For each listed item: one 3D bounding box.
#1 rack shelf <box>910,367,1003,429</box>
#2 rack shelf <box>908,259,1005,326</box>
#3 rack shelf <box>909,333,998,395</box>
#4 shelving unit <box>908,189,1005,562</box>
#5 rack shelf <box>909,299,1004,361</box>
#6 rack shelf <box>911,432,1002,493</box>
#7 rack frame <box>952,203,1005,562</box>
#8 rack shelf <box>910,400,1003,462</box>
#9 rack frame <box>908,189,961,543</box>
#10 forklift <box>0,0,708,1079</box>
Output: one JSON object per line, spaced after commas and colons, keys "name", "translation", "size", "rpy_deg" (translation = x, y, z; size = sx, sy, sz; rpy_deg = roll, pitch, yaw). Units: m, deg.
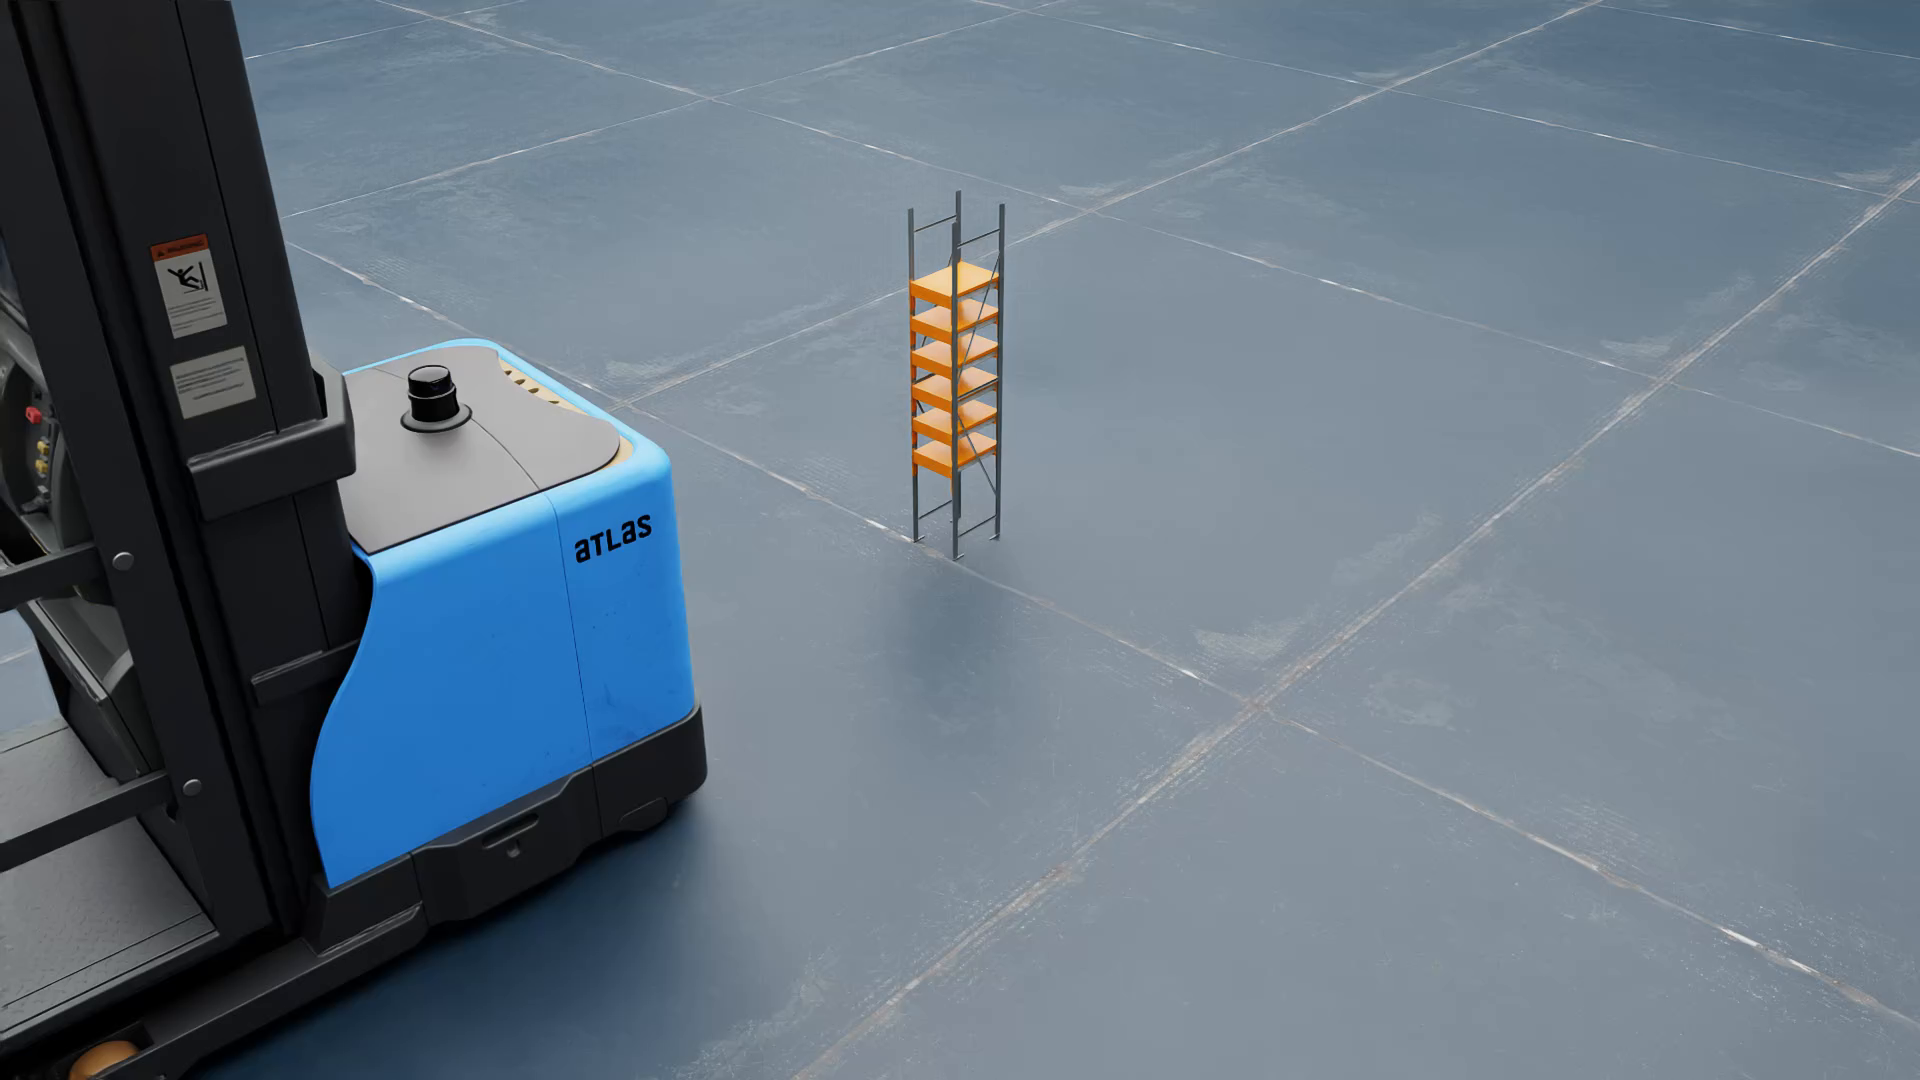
{"name": "rack shelf", "translation": [-0.011, -0.481, 5.472], "size": [0.180, 0.103, 0.258], "rpy_deg": [25, 39, 35]}
{"name": "rack shelf", "translation": [-0.011, -0.789, 5.286], "size": [0.180, 0.103, 0.258], "rpy_deg": [25, 39, 35]}
{"name": "rack shelf", "translation": [-0.011, -0.584, 5.410], "size": [0.180, 0.103, 0.258], "rpy_deg": [25, 39, 35]}
{"name": "shelving unit", "translation": [-0.011, -0.519, 5.449], "size": [0.189, 1.200, 0.258], "rpy_deg": [25, 39, 35]}
{"name": "rack shelf", "translation": [-0.011, -0.687, 5.348], "size": [0.180, 0.103, 0.258], "rpy_deg": [25, 39, 35]}
{"name": "rack shelf", "translation": [-0.011, -0.275, 5.596], "size": [0.180, 0.103, 0.258], "rpy_deg": [25, 39, 35]}
{"name": "rack frame", "translation": [0.057, -0.487, 5.396], "size": [0.006, 1.200, 0.240], "rpy_deg": [25, 39, 35]}
{"name": "rack shelf", "translation": [-0.011, -0.378, 5.534], "size": [0.180, 0.103, 0.258], "rpy_deg": [25, 39, 35]}
{"name": "rack frame", "translation": [-0.079, -0.551, 5.501], "size": [0.006, 1.200, 0.240], "rpy_deg": [25, 39, 35]}
{"name": "forklift", "translation": [-2.124, -0.227, 3.285], "size": [3.031, 2.935, 1.130], "rpy_deg": [-25, 39, -35]}
